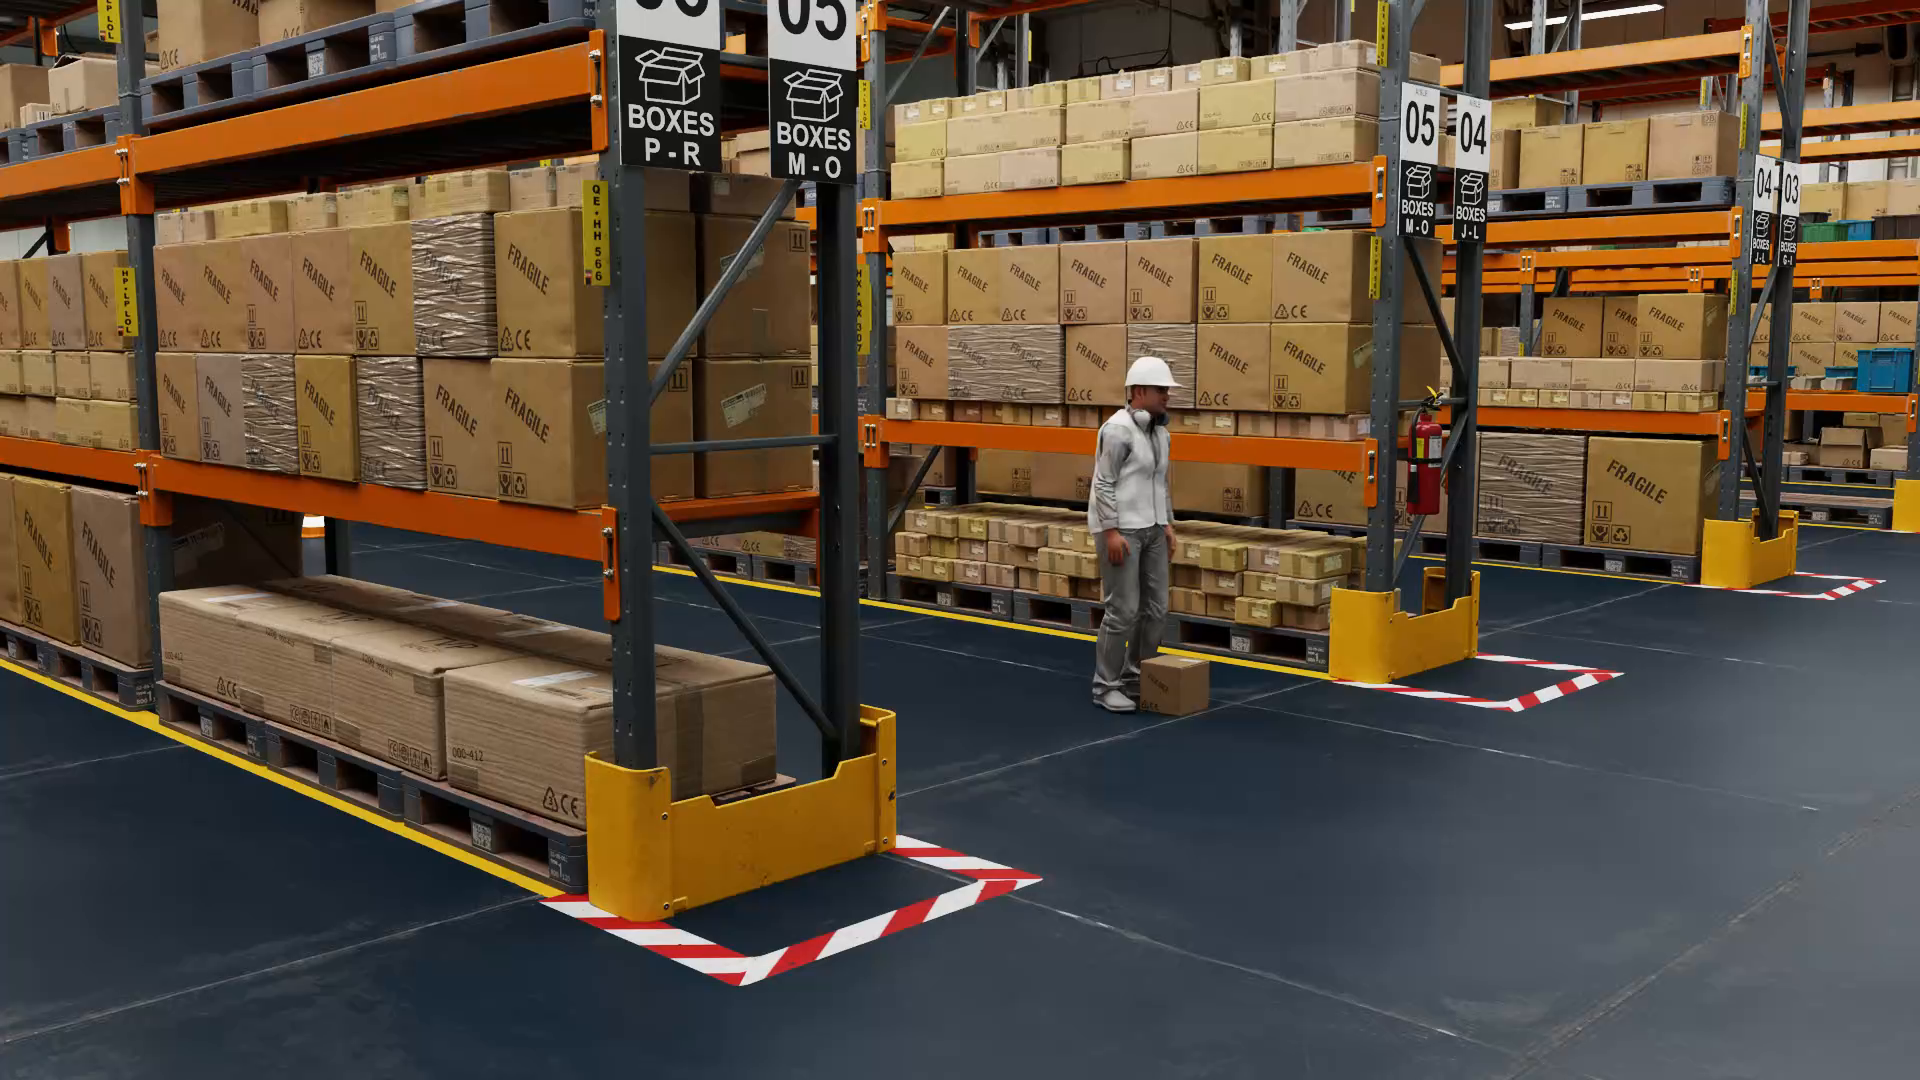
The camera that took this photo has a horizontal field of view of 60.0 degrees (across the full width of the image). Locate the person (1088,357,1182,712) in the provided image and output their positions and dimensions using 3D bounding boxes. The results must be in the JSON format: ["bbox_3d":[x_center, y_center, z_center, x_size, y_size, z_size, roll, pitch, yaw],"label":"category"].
[{"bbox_3d":[0.899,-0.044,8.497,0.457,1.773,0.591,6,9,40],"label":"person"}]
